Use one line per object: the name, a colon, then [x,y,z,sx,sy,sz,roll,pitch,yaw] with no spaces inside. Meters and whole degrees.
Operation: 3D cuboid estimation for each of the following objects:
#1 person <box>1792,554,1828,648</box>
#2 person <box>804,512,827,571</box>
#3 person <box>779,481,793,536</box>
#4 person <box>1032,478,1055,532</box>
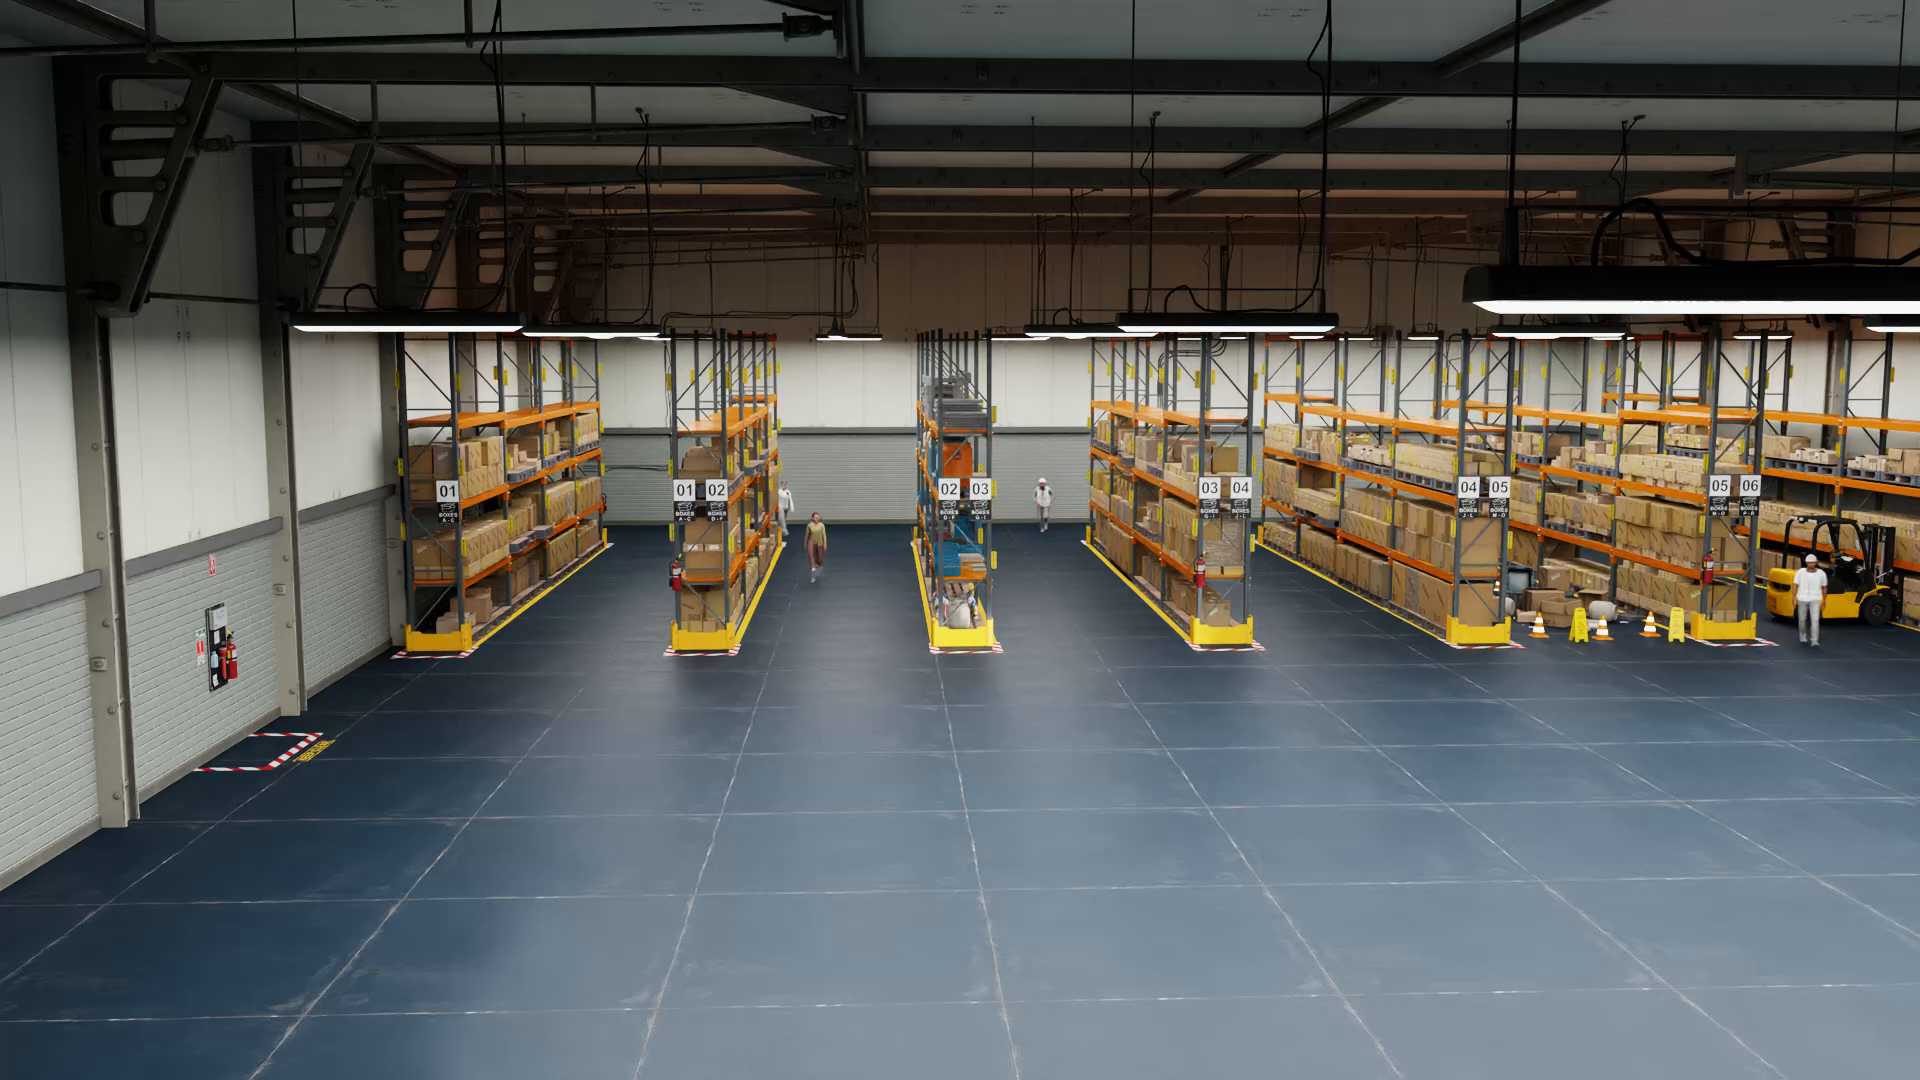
person: [16.141,1.143,31.618,0.575,1.756,0.830,5,8,35]
person: [-3.495,0.019,40.249,0.514,1.403,1.081,-1,7,-11]
person: [-5.281,-0.973,49.809,0.507,1.603,1.082,-4,8,-31]
person: [2.540,-1.065,50.548,0.688,1.678,0.735,1,7,7]
